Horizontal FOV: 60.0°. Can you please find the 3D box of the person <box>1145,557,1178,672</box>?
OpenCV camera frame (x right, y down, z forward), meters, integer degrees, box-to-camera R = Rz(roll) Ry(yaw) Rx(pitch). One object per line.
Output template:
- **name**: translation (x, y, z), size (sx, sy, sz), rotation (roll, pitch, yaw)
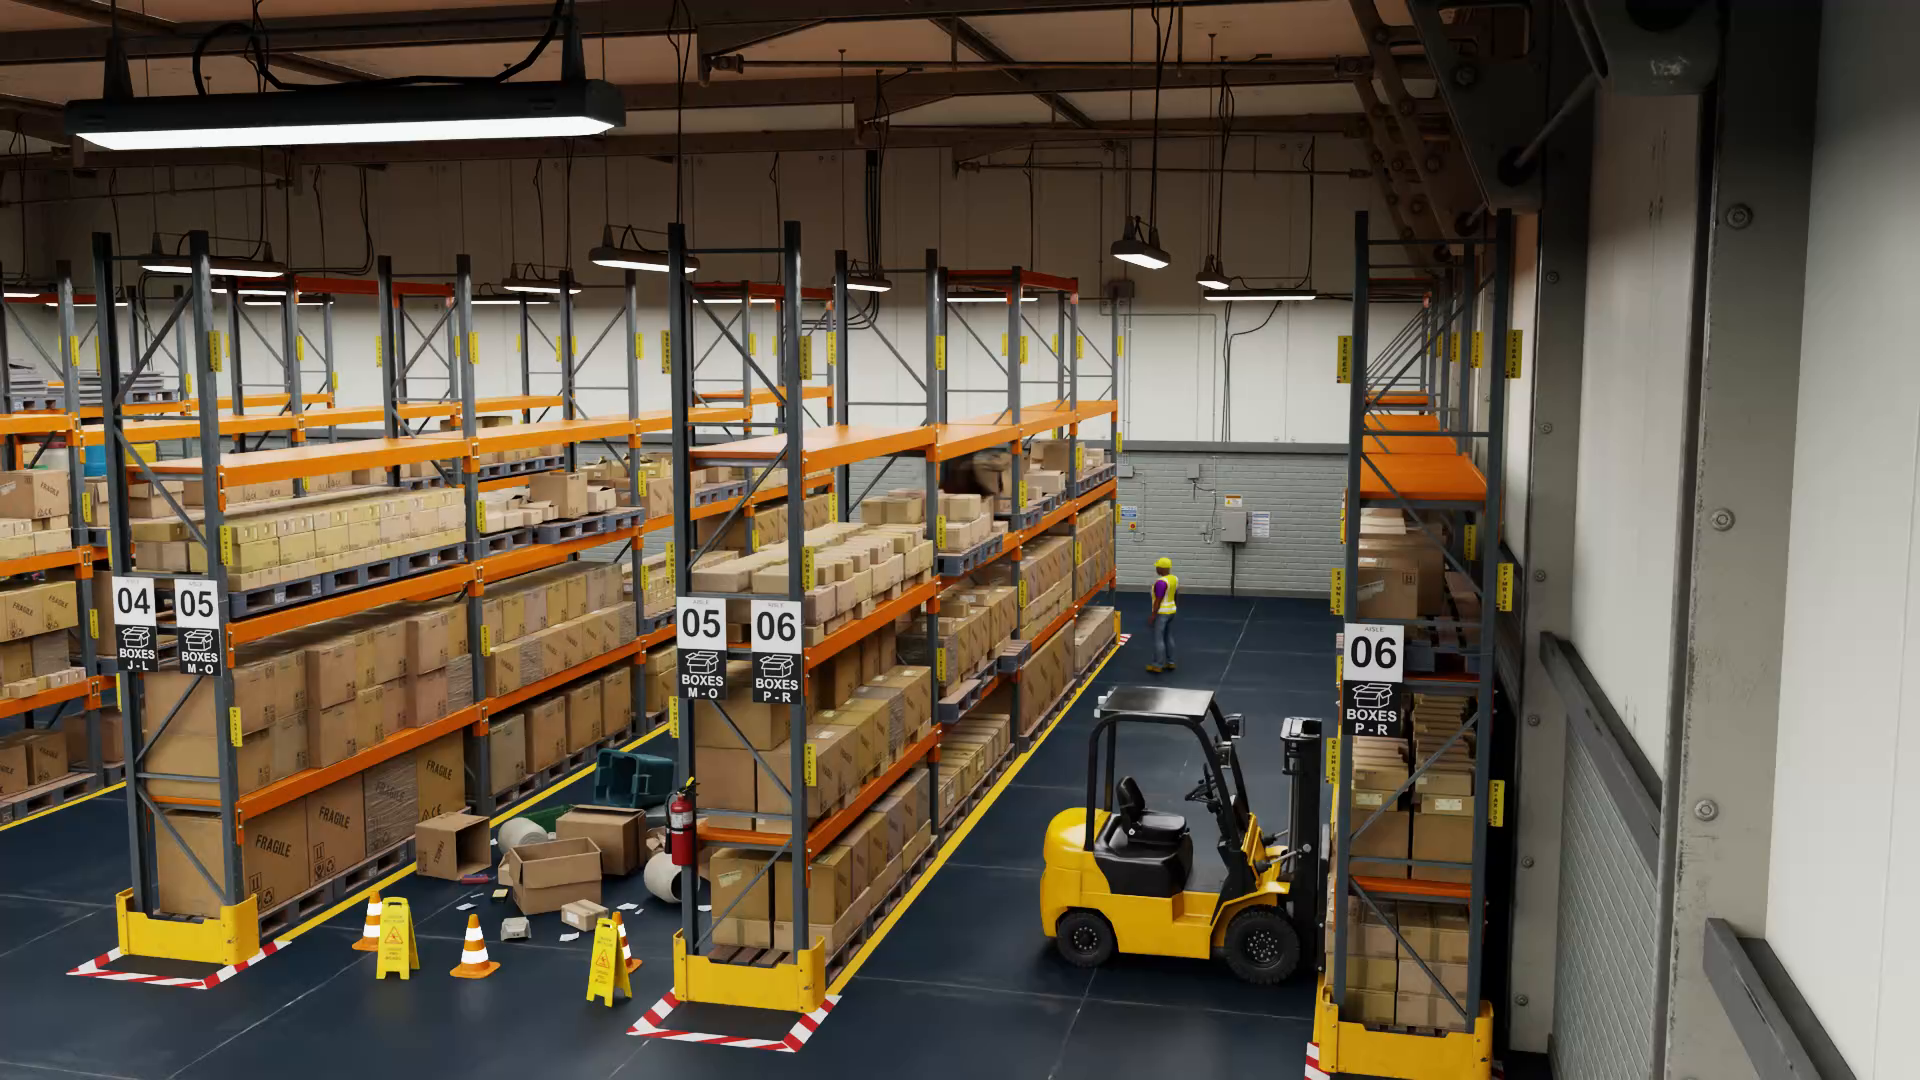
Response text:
- **person**: translation (3.132, 1.152, 25.792), size (0.407, 1.784, 0.624), rotation (5, 8, 34)
